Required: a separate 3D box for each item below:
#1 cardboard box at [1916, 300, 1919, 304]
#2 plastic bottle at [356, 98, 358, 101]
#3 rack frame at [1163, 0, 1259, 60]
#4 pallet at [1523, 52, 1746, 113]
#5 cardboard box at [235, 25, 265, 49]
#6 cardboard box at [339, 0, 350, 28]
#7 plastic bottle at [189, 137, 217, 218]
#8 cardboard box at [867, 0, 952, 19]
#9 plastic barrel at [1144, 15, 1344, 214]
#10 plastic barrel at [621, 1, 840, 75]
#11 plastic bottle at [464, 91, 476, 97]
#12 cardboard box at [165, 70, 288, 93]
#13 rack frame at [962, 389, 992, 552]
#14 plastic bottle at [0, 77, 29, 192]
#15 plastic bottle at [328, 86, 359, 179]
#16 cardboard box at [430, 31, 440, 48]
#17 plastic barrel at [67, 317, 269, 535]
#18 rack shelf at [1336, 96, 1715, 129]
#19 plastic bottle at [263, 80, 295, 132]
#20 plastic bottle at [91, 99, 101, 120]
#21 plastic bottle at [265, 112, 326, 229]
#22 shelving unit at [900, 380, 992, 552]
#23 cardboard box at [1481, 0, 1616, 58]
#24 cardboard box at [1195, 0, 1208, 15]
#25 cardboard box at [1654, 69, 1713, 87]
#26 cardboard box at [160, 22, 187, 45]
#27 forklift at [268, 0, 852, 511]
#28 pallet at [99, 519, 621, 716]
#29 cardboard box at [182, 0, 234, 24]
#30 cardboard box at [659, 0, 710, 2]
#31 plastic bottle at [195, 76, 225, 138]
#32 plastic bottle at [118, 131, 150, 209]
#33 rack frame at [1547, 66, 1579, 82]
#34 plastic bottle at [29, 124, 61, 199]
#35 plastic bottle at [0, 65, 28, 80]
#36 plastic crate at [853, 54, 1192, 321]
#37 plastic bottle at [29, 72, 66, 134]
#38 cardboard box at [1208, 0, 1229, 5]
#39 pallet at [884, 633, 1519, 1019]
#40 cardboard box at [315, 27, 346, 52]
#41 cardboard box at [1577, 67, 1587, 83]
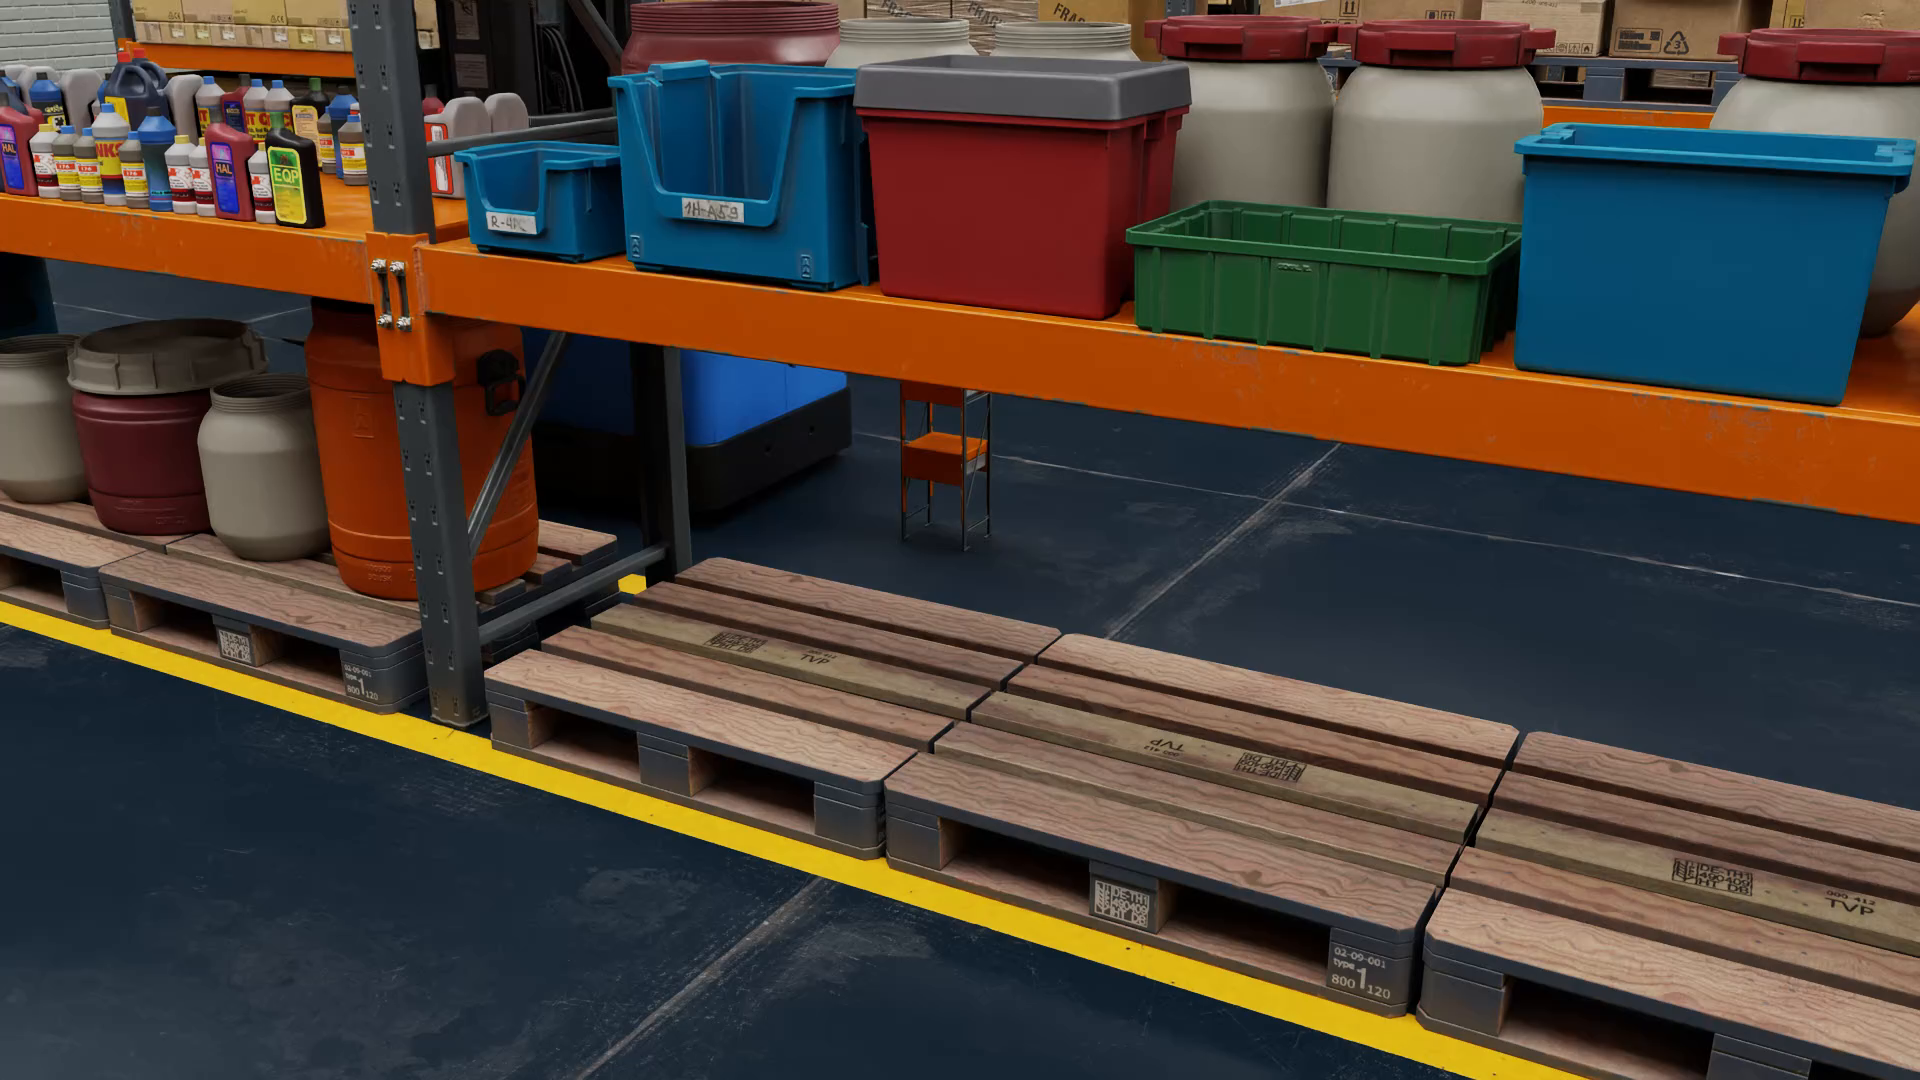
[{"bbox_3d":[4.247,-1.006,7.259,0.500,0.500,0.700,9,22,23],"label":"cardboard box"},{"bbox_3d":[-1.854,-1.282,5.172,0.133,0.283,0.061,11,23,27],"label":"plastic bottle"},{"bbox_3d":[1.281,-2.531,8.443,0.127,3.000,1.000,11,23,27],"label":"rack frame"},{"bbox_3d":[3.029,-2.123,7.601,1.213,0.211,1.003,11,23,27],"label":"pallet"},{"bbox_3d":[-4.657,-3.415,11.250,0.250,0.149,0.380,10,22,26],"label":"cardboard box"},{"bbox_3d":[-3.624,-3.431,10.707,0.500,0.250,0.500,11,23,28],"label":"cardboard box"},{"bbox_3d":[-1.989,-0.966,4.421,0.097,0.201,0.097,0,20,0],"label":"plastic bottle"},{"bbox_3d":[-0.158,-2.756,8.917,0.500,0.500,0.500,10,22,26],"label":"cardboard box"},{"bbox_3d":[0.611,-0.873,3.674,0.433,0.535,0.433,0,20,0],"label":"plastic barrel"},{"bbox_3d":[-0.582,-1.133,4.390,0.708,0.536,0.600,11,23,27],"label":"plastic barrel"},{"bbox_3d":[-1.443,-1.191,4.939,0.097,0.271,0.097,0,20,0],"label":"plastic bottle"},{"bbox_3d":[-5.106,-2.977,12.173,0.875,0.875,0.875,11,23,27],"label":"cardboard box"},{"bbox_3d":[0.060,-0.482,5.655,0.008,1.050,0.200,11,23,27],"label":"rack frame"},{"bbox_3d":[-2.813,-1.202,4.853,0.185,0.351,0.144,11,23,27],"label":"plastic bottle"},{"bbox_3d":[-1.877,-1.250,5.101,0.097,0.271,0.097,0,20,0],"label":"plastic bottle"},{"bbox_3d":[-3.086,-3.116,10.426,0.250,0.149,0.380,10,22,26],"label":"cardboard box"},{"bbox_3d":[-2.556,-0.384,5.445,0.708,0.588,0.600,11,23,27],"label":"plastic barrel"},{"bbox_3d":[3.027,-1.860,7.648,4.000,0.370,1.077,11,23,27],"label":"rack shelf"},{"bbox_3d":[-2.165,-1.329,5.318,0.097,0.271,0.097,0,20,0],"label":"plastic bottle"},{"bbox_3d":[-2.932,-1.442,5.733,0.097,0.201,0.097,0,20,0],"label":"plastic bottle"},{"bbox_3d":[-1.696,-0.942,4.233,0.133,0.283,0.061,11,23,27],"label":"plastic bottle"},{"bbox_3d":[-0.047,-0.502,5.711,0.252,1.050,0.215,11,23,27],"label":"shelving unit"},{"bbox_3d":[2.632,-2.310,7.439,0.500,0.250,0.500,10,22,26],"label":"cardboard box"},{"bbox_3d":[0.989,-2.739,8.872,0.500,0.500,0.500,12,23,29],"label":"cardboard box"},{"bbox_3d":[9.069,-5.932,20.687,0.625,0.625,0.875,12,23,29],"label":"cardboard box"},{"bbox_3d":[-5.330,-3.543,11.603,0.250,0.149,0.380,10,22,27],"label":"cardboard box"},{"bbox_3d":[-1.985,-1.797,6.521,3.031,2.935,1.130,10,22,26],"label":"forklift"},{"bbox_3d":[-1.844,0.136,5.180,1.213,0.211,1.003,11,23,27],"label":"pallet"},{"bbox_3d":[-4.959,-3.686,11.411,0.500,0.250,0.500,10,22,27],"label":"cardboard box"},{"bbox_3d":[-1.493,-3.009,9.614,0.500,0.500,0.500,11,23,27],"label":"cardboard box"},{"bbox_3d":[-2.451,-1.383,5.468,0.097,0.271,0.097,0,20,0],"label":"plastic bottle"},{"bbox_3d":[-2.244,-1.015,4.555,0.097,0.201,0.097,0,20,0],"label":"plastic bottle"},{"bbox_3d":[6.114,-5.481,16.576,0.127,3.000,1.000,11,23,27],"label":"rack frame"},{"bbox_3d":[-2.584,-1.079,4.733,0.097,0.201,0.097,0,20,0],"label":"plastic bottle"},{"bbox_3d":[-3.366,-1.549,5.919,0.135,0.276,0.152,11,23,27],"label":"plastic bottle"},{"bbox_3d":[0.127,-0.726,3.375,0.583,0.464,0.402,11,23,27],"label":"plastic crate"},{"bbox_3d":[-3.091,-1.446,5.641,0.097,0.271,0.097,0,20,0],"label":"plastic bottle"},{"bbox_3d":[2.016,-4.230,12.879,0.250,0.149,0.380,12,23,29],"label":"cardboard box"},{"bbox_3d":[0.583,0.598,3.906,1.213,0.211,1.003,11,23,27],"label":"pallet"},{"bbox_3d":[-3.981,-3.287,10.897,0.250,0.149,0.380,11,23,28],"label":"cardboard box"},{"bbox_3d":[8.057,-5.988,21.023,0.500,0.500,0.500,12,23,29],"label":"cardboard box"}]
